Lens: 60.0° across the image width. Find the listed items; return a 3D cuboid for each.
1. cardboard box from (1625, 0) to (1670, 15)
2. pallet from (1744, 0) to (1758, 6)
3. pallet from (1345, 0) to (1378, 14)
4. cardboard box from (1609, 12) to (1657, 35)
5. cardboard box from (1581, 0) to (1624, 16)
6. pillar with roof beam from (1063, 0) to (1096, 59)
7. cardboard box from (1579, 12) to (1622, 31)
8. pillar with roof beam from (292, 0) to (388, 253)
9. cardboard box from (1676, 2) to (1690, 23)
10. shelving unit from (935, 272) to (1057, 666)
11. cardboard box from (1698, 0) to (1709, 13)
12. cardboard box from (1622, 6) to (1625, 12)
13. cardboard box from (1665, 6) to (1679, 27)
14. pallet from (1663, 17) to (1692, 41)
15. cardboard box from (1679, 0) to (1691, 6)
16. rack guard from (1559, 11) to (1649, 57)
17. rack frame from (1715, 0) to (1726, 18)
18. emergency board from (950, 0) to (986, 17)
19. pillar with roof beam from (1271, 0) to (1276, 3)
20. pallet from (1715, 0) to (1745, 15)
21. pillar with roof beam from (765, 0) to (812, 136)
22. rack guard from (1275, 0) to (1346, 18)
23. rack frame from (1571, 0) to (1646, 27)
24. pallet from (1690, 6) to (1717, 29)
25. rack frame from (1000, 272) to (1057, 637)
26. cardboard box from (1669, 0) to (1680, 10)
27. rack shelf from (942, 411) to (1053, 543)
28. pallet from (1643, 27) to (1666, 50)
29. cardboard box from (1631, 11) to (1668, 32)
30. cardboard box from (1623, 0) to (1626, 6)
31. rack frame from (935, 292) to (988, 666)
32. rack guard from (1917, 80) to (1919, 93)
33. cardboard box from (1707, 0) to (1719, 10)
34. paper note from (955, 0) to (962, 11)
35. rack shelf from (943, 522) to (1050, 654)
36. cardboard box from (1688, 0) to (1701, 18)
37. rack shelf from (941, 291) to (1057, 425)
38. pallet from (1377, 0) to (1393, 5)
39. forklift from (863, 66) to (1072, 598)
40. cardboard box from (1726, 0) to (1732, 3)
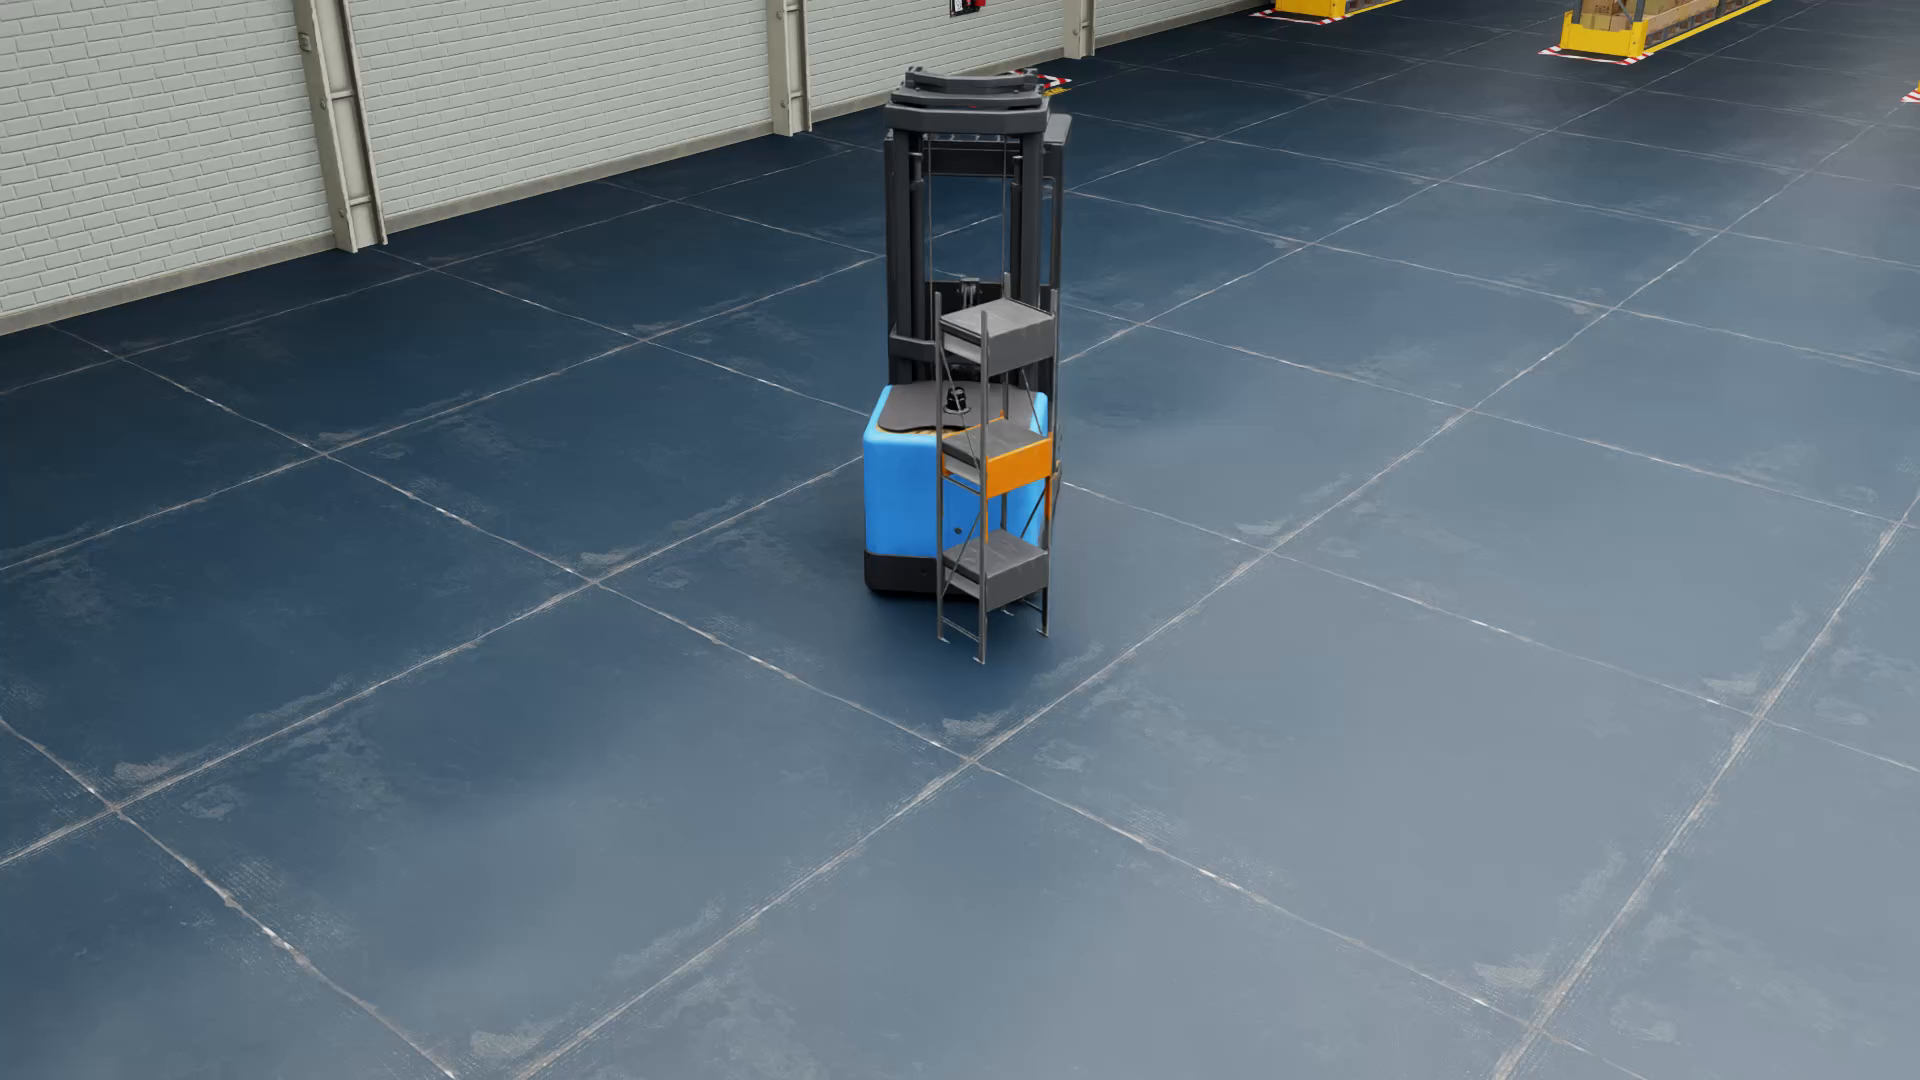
[{"bbox_3d":[10.442,-8.269,25.188,0.500,0.500,0.500,21,34,34],"label":"cardboard box"},{"bbox_3d":[13.371,-9.554,28.988,1.003,0.211,1.213,21,34,34],"label":"pallet"},{"bbox_3d":[6.380,-9.180,28.265,1.003,0.211,1.213,21,34,34],"label":"pallet"},{"bbox_3d":[10.126,-7.758,25.017,0.500,0.250,0.500,21,34,34],"label":"cardboard box"},{"bbox_3d":[9.724,-8.243,25.138,0.500,0.500,0.500,21,34,34],"label":"cardboard box"},{"bbox_3d":[5.071,-9.894,20.081,9.100,9.000,0.400,21,34,34],"label":"pillar with roof beam"},{"bbox_3d":[9.726,-7.909,25.309,0.500,0.250,0.500,21,34,34],"label":"cardboard box"},{"bbox_3d":[-2.562,-5.639,11.857,9.100,9.000,0.400,21,34,34],"label":"pillar with roof beam"},{"bbox_3d":[11.081,-8.289,26.044,0.500,0.250,0.500,21,34,34],"label":"cardboard box"},{"bbox_3d":[0.189,-0.367,9.174,0.503,2.100,0.431,-22,34,-35],"label":"shelving unit"},{"bbox_3d":[11.705,-8.648,26.738,0.500,0.250,0.500,21,34,34],"label":"cardboard box"},{"bbox_3d":[10.035,-8.090,25.659,0.500,0.250,0.500,21,34,34],"label":"cardboard box"},{"bbox_3d":[10.759,-8.113,25.704,0.500,0.250,0.500,21,34,34],"label":"cardboard box"},{"bbox_3d":[10.843,-8.143,26.260,1.003,0.211,1.213,21,34,34],"label":"pallet"},{"bbox_3d":[11.082,-8.622,25.871,0.500,0.500,0.500,21,34,34],"label":"cardboard box"},{"bbox_3d":[9.598,-7.548,24.797,1.175,0.500,0.348,21,34,34],"label":"rack guard"},{"bbox_3d":[12.157,-10.085,26.981,1.000,3.000,0.127,21,34,34],"label":"rack frame"},{"bbox_3d":[0.148,-7.622,22.220,0.194,1.169,0.643,21,34,34],"label":"emergency board"},{"bbox_3d":[8.888,-12.021,24.193,9.100,9.000,0.400,21,34,34],"label":"pillar with roof beam"},{"bbox_3d":[12.596,-9.120,28.149,1.003,0.211,1.213,21,34,34],"label":"pallet"},{"bbox_3d":[1.255,-7.766,15.969,9.100,9.000,0.400,21,34,34],"label":"pillar with roof beam"},{"bbox_3d":[5.836,-9.030,27.662,1.175,0.500,0.348,21,34,34],"label":"rack guard"},{"bbox_3d":[9.613,-8.667,24.239,1.000,3.000,0.127,21,34,34],"label":"rack frame"},{"bbox_3d":[11.619,-8.577,27.100,1.003,0.211,1.213,21,34,34],"label":"pallet"},{"bbox_3d":[0.374,-0.440,9.315,0.015,2.100,0.400,-22,34,-35],"label":"rack frame"},{"bbox_3d":[10.750,-8.450,25.538,0.500,0.500,0.500,21,34,34],"label":"cardboard box"},{"bbox_3d":[0.189,-0.355,9.180,0.480,0.518,0.431,-22,34,-35],"label":"rack shelf"},{"bbox_3d":[10.067,-7.712,25.428,1.003,0.211,1.213,21,34,34],"label":"pallet"},{"bbox_3d":[10.441,-7.936,25.361,0.500,0.250,0.500,21,34,34],"label":"cardboard box"},{"bbox_3d":[10.349,-8.601,25.832,0.500,0.500,0.500,21,34,34],"label":"cardboard box"},{"bbox_3d":[0.005,-0.293,9.032,0.015,2.100,0.400,-22,34,-35],"label":"rack frame"},{"bbox_3d":[13.445,-6.149,22.092,1.175,0.500,0.348,21,34,34],"label":"rack guard"},{"bbox_3d":[12.031,-8.822,27.075,0.500,0.250,0.500,21,34,34],"label":"cardboard box"},{"bbox_3d":[-0.018,-7.188,22.340,0.016,0.148,0.142,21,34,34],"label":"paper note"},{"bbox_3d":[0.189,0.267,9.501,0.480,0.518,0.431,-22,34,-35],"label":"rack shelf"},{"bbox_3d":[11.398,-8.466,26.387,0.500,0.250,0.500,21,34,34],"label":"cardboard box"},{"bbox_3d":[0.189,-0.976,8.858,0.480,0.518,0.431,-22,34,-35],"label":"rack shelf"},{"bbox_3d":[7.157,-9.610,29.097,1.003,0.211,1.213,21,34,34],"label":"pallet"},{"bbox_3d":[0.118,-1.604,10.661,1.130,2.935,3.031,3,28,6],"label":"forklift"},{"bbox_3d":[12.605,-9.121,27.653,0.500,0.250,0.500,20,33,33],"label":"cardboard box"}]
